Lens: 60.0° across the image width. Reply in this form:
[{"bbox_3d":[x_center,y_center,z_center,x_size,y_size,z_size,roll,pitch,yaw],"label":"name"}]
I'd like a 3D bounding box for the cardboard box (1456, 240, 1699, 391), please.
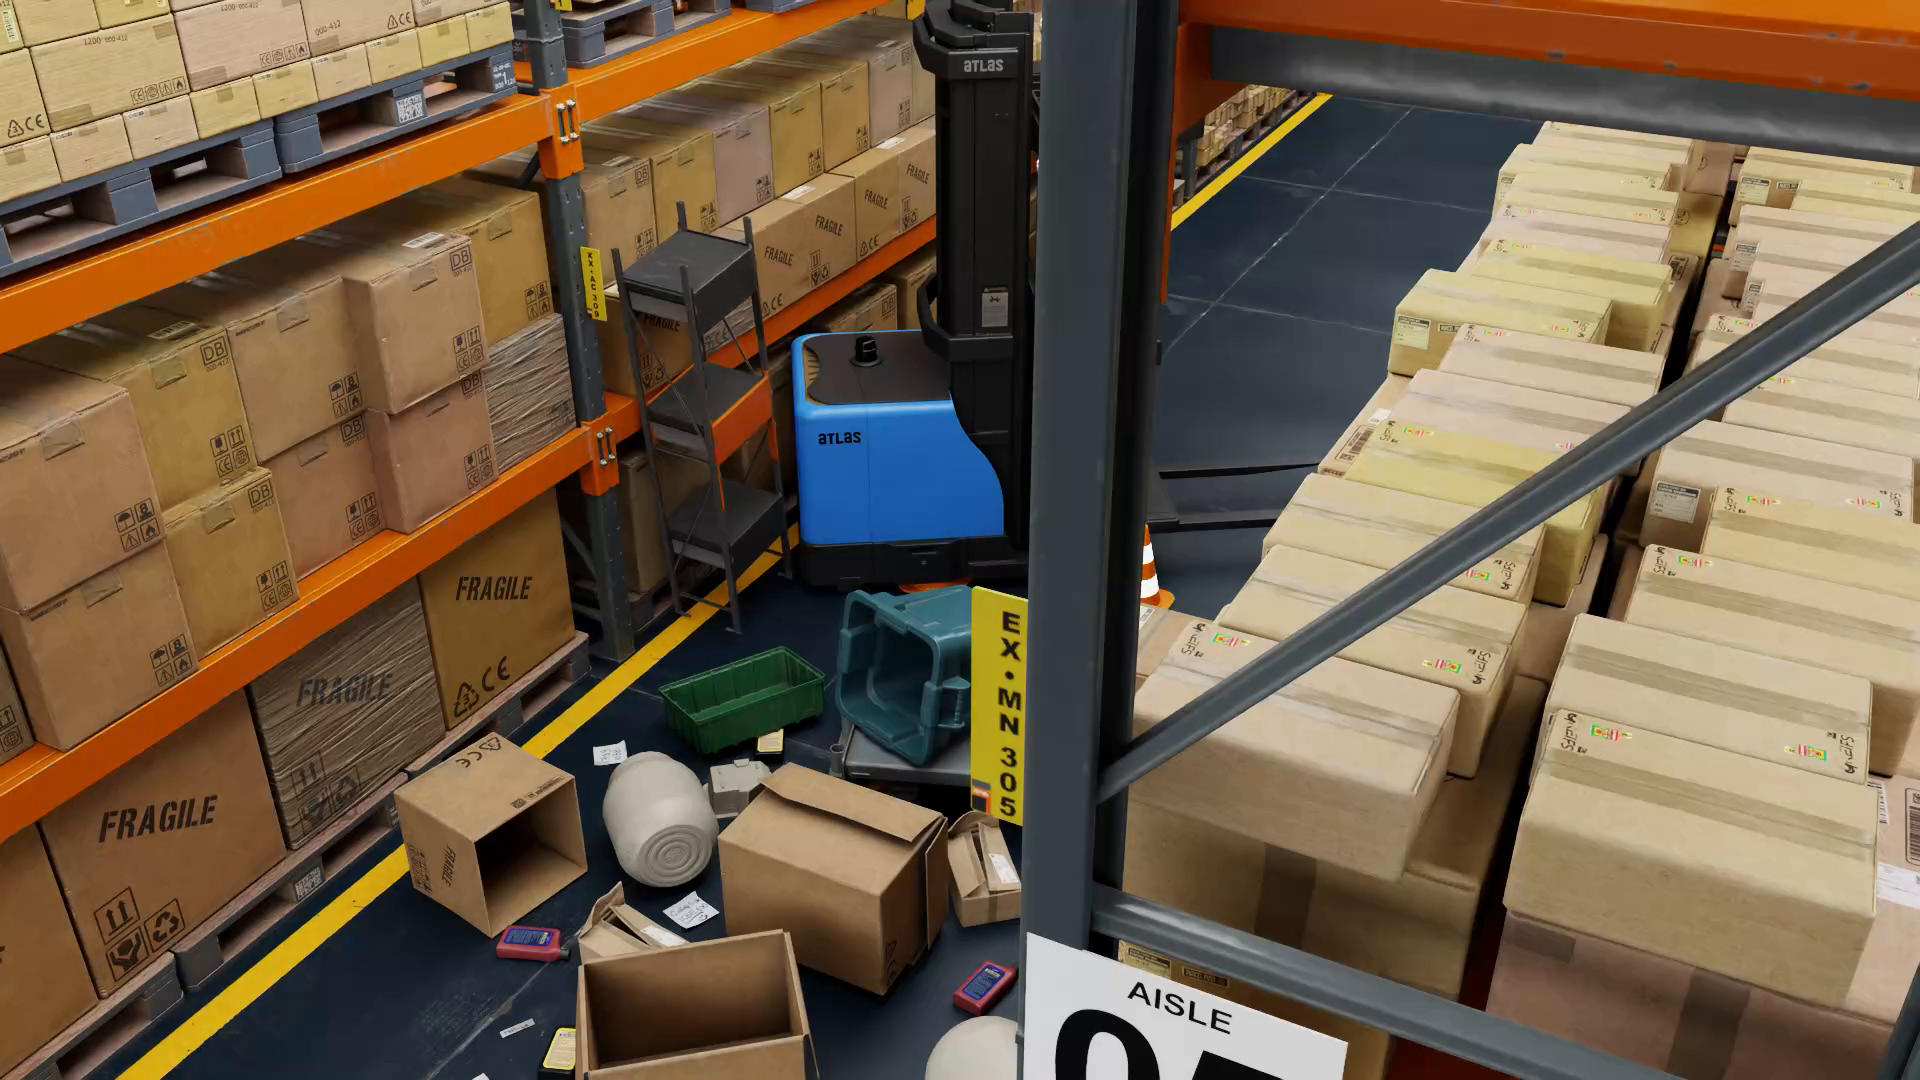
[{"bbox_3d":[1.456,-0.530,4.001,0.500,0.250,0.500,15,33,24],"label":"cardboard box"}]

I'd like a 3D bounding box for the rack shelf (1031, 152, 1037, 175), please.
[{"bbox_3d":[0.647,-3.174,12.488,1.077,0.370,4.000,14,33,23],"label":"rack shelf"}]

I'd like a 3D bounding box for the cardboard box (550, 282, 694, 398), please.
[{"bbox_3d":[-1.607,-1.042,7.951,0.500,0.500,0.500,15,33,24],"label":"cardboard box"}]

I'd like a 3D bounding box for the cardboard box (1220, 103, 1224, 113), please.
[{"bbox_3d":[2.149,-3.914,14.898,0.380,0.149,0.250,14,33,23],"label":"cardboard box"}]

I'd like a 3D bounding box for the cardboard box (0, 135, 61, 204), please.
[{"bbox_3d":[-2.892,-1.109,4.887,0.380,0.149,0.250,14,33,23],"label":"cardboard box"}]

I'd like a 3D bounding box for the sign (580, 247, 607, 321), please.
[{"bbox_3d":[-1.592,-1.111,7.223,0.100,0.325,0.005,14,33,23],"label":"sign"}]

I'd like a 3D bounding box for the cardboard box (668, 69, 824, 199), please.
[{"bbox_3d":[-1.171,-2.201,8.966,0.700,0.500,0.500,14,33,23],"label":"cardboard box"}]

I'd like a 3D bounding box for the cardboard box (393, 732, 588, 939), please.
[{"bbox_3d":[-1.880,1.178,6.695,0.500,0.500,0.500,21,36,32],"label":"cardboard box"}]

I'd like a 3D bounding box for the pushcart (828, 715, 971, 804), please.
[{"bbox_3d":[0.314,0.894,7.314,1.648,0.377,0.936,4,30,6],"label":"pushcart"}]

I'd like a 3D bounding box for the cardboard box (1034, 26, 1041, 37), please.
[{"bbox_3d":[0.476,-3.436,11.455,0.380,0.149,0.250,13,32,21],"label":"cardboard box"}]

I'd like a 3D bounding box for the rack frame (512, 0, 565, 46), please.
[{"bbox_3d":[-2.086,-3.428,6.183,1.000,3.000,0.127,14,33,23],"label":"rack frame"}]

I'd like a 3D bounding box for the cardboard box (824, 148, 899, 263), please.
[{"bbox_3d":[-0.687,-1.940,9.515,0.500,0.500,0.500,14,33,22],"label":"cardboard box"}]

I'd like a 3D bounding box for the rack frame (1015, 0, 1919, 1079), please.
[{"bbox_3d":[0.544,-0.576,1.217,1.000,3.000,0.127,14,33,23],"label":"rack frame"}]

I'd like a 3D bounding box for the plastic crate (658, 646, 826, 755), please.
[{"bbox_3d":[-0.999,0.742,7.711,0.662,0.188,0.450,-18,24,-28],"label":"plastic crate"}]

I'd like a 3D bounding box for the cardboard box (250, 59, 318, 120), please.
[{"bbox_3d":[-2.430,-1.559,5.671,0.380,0.149,0.250,15,33,24],"label":"cardboard box"}]

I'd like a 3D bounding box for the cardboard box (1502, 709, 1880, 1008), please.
[{"bbox_3d":[0.888,0.376,2.022,0.380,0.149,0.250,14,33,23],"label":"cardboard box"}]

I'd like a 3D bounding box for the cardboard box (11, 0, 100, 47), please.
[{"bbox_3d":[-2.777,-1.569,4.887,0.380,0.149,0.250,15,33,24],"label":"cardboard box"}]

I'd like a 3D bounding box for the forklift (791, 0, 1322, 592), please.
[{"bbox_3d":[0.621,-1.305,8.580,3.031,2.935,1.130,-3,30,-5],"label":"forklift"}]

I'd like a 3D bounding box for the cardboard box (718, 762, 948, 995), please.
[{"bbox_3d":[-0.491,1.279,6.380,0.797,0.637,0.503,14,33,23],"label":"cardboard box"}]

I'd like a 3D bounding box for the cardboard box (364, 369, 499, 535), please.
[{"bbox_3d":[-2.474,-0.476,6.916,0.875,0.550,0.550,14,33,23],"label":"cardboard box"}]

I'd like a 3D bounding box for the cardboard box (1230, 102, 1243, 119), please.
[{"bbox_3d":[2.394,-4.020,15.381,0.380,0.149,0.250,16,33,26],"label":"cardboard box"}]

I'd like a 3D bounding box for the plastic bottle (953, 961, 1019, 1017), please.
[{"bbox_3d":[0.109,1.673,6.276,0.133,0.061,0.283,21,36,32],"label":"plastic bottle"}]

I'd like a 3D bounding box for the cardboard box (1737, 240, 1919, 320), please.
[{"bbox_3d":[1.885,-0.505,3.557,0.380,0.149,0.250,15,33,24],"label":"cardboard box"}]

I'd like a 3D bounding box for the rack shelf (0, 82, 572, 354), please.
[{"bbox_3d":[-2.997,-0.928,5.565,1.077,0.370,4.000,14,33,23],"label":"rack shelf"}]

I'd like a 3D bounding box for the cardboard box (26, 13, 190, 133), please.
[{"bbox_3d":[-2.771,-1.470,5.116,0.500,0.250,0.500,14,33,23],"label":"cardboard box"}]

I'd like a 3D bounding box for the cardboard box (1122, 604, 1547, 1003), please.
[{"bbox_3d":[0.537,0.372,2.429,0.500,0.250,0.500,14,33,23],"label":"cardboard box"}]

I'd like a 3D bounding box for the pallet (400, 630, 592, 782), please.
[{"bbox_3d":[-2.502,0.702,7.815,1.003,0.211,1.213,14,33,23],"label":"pallet"}]

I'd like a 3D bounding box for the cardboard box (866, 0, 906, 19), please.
[{"bbox_3d":[-1.210,-6.275,18.877,0.875,0.875,0.875,14,33,23],"label":"cardboard box"}]

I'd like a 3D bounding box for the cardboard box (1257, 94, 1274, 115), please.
[{"bbox_3d":[2.798,-4.220,16.028,0.380,0.149,0.250,15,33,24],"label":"cardboard box"}]

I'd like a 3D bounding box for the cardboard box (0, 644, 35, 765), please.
[{"bbox_3d":[-3.549,0.458,5.289,0.875,0.550,0.550,14,33,23],"label":"cardboard box"}]

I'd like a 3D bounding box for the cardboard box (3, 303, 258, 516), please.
[{"bbox_3d":[-3.035,-0.489,5.854,0.875,0.550,0.500,14,33,23],"label":"cardboard box"}]

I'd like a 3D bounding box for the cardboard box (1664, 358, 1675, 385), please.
[{"bbox_3d":[1.673,-0.517,4.378,0.380,0.149,0.250,15,33,25],"label":"cardboard box"}]

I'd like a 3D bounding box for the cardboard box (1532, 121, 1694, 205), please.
[{"bbox_3d":[1.711,-0.983,4.389,0.380,0.149,0.250,13,32,22],"label":"cardboard box"}]

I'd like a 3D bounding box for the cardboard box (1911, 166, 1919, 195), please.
[{"bbox_3d":[2.366,-0.963,4.354,0.380,0.149,0.250,13,33,22],"label":"cardboard box"}]

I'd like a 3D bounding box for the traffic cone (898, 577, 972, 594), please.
[{"bbox_3d":[-0.131,0.022,8.747,0.336,0.463,0.334,14,33,23],"label":"traffic cone"}]

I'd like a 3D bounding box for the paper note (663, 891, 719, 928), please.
[{"bbox_3d":[-1.076,1.482,6.647,0.155,0.023,0.172,-25,38,-36],"label":"paper note"}]

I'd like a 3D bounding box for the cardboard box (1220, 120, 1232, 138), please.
[{"bbox_3d":[2.269,-3.771,15.246,0.380,0.149,0.250,14,33,22],"label":"cardboard box"}]

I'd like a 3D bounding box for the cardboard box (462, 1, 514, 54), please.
[{"bbox_3d":[-1.968,-2.009,6.455,0.380,0.149,0.250,14,33,23],"label":"cardboard box"}]

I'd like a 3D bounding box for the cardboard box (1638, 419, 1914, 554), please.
[{"bbox_3d":[1.365,-0.062,2.785,0.380,0.149,0.250,14,33,23],"label":"cardboard box"}]

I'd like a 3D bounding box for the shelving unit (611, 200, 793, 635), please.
[{"bbox_3d":[-1.201,-0.535,8.004,0.431,2.100,0.503,17,42,22],"label":"shelving unit"}]

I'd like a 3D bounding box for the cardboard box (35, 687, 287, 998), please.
[{"bbox_3d":[-3.259,0.980,6.243,0.875,0.875,0.875,14,33,23],"label":"cardboard box"}]

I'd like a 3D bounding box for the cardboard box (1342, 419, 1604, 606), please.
[{"bbox_3d":[0.848,-0.053,2.770,0.380,0.149,0.250,15,33,24],"label":"cardboard box"}]

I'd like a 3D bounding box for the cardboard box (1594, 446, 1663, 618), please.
[{"bbox_3d":[1.462,0.042,3.004,0.500,0.250,0.500,15,33,25],"label":"cardboard box"}]

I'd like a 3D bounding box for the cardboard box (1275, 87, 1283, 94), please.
[{"bbox_3d":[2.934,-4.459,16.145,0.380,0.149,0.250,15,33,24],"label":"cardboard box"}]

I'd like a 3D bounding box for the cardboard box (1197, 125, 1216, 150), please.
[{"bbox_3d":[2.008,-3.536,14.537,0.380,0.149,0.250,16,33,25],"label":"cardboard box"}]

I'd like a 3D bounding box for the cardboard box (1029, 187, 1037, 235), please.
[{"bbox_3d":[0.265,-2.274,11.532,0.500,0.250,0.500,13,32,21],"label":"cardboard box"}]

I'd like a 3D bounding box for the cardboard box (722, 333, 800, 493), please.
[{"bbox_3d":[-1.441,-0.755,9.390,1.050,0.750,0.750,14,33,23],"label":"cardboard box"}]

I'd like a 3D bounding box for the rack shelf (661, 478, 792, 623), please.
[{"bbox_3d":[-1.180,0.025,8.446,0.431,0.518,0.480,17,42,22],"label":"rack shelf"}]

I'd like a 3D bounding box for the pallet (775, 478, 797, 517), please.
[{"bbox_3d":[-1.247,-0.519,9.942,1.003,0.211,1.213,14,33,23],"label":"pallet"}]

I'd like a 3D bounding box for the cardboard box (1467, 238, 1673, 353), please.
[{"bbox_3d":[1.298,-0.512,3.569,0.380,0.149,0.250,15,33,24],"label":"cardboard box"}]

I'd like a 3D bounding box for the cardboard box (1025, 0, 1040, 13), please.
[{"bbox_3d":[0.381,-4.060,12.541,0.380,0.149,0.250,16,33,25],"label":"cardboard box"}]
